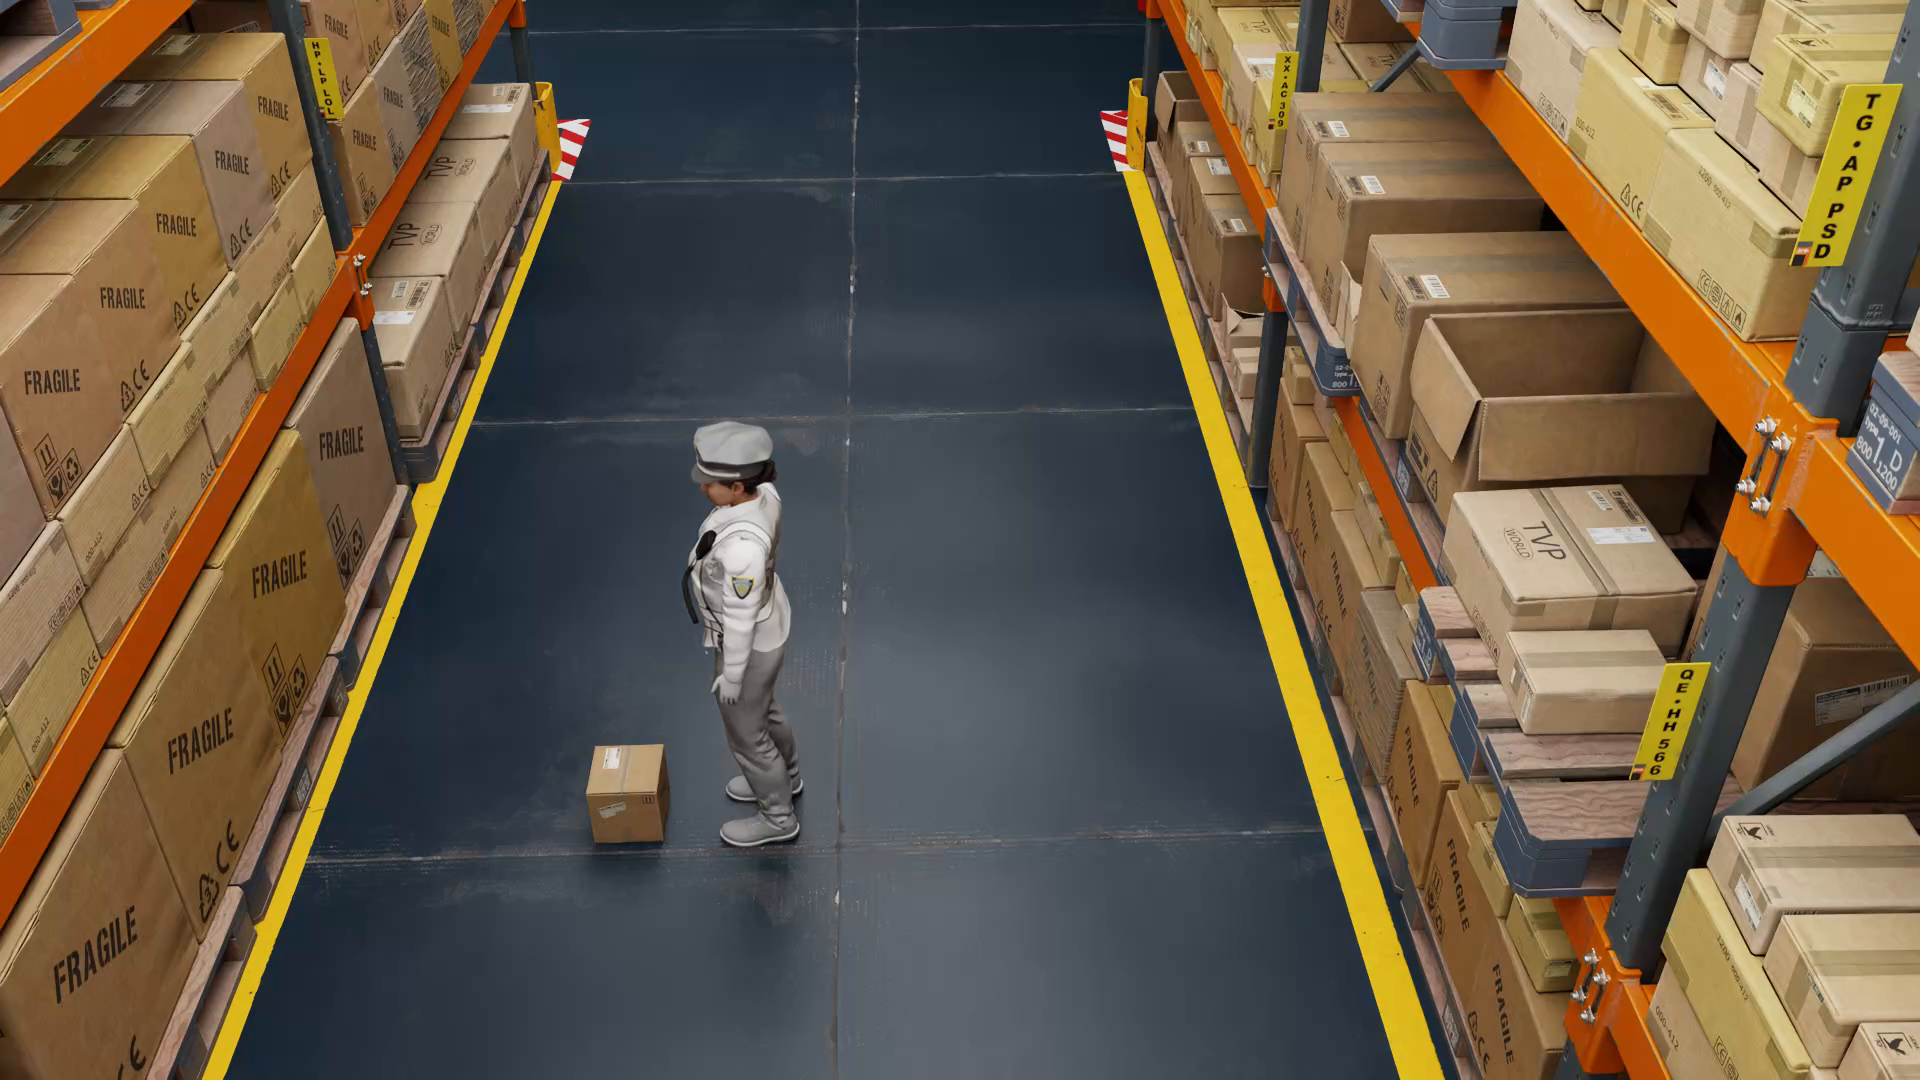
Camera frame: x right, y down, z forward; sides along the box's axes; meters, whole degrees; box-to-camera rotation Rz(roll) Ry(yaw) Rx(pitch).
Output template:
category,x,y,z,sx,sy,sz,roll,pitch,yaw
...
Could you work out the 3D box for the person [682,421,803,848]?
category,x,y,z,sx,sy,sz,roll,pitch,yaw
person,-0.736,0.350,5.657,0.329,1.664,0.468,-1,35,-1
